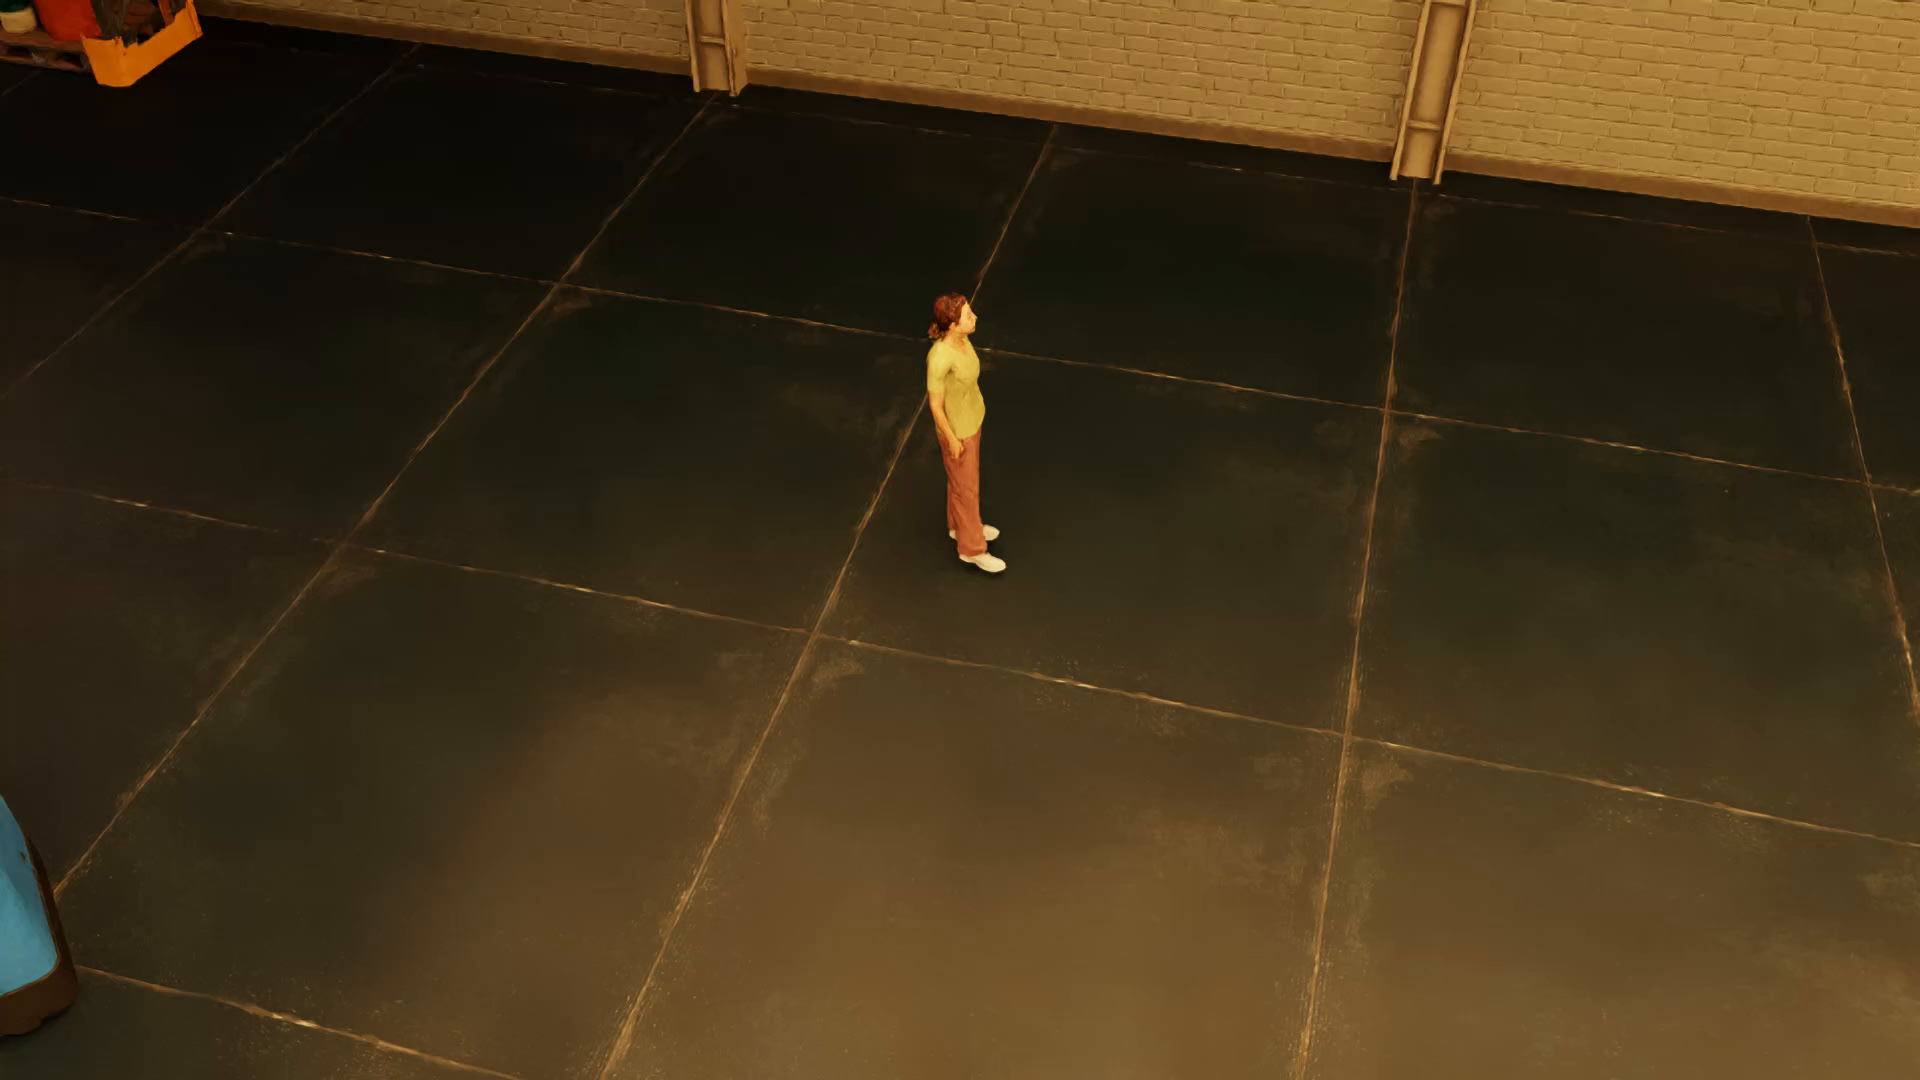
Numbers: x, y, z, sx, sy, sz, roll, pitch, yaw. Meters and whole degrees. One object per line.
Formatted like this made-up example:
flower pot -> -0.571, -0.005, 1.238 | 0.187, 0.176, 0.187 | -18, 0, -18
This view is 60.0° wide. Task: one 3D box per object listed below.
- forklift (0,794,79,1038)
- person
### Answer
forklift -> -5.552, 1.305, 6.373 | 3.031, 2.935, 1.130 | -23, 46, -24
person -> 0.068, -0.646, 9.480 | 0.549, 1.673, 0.554 | 10, 42, 11
